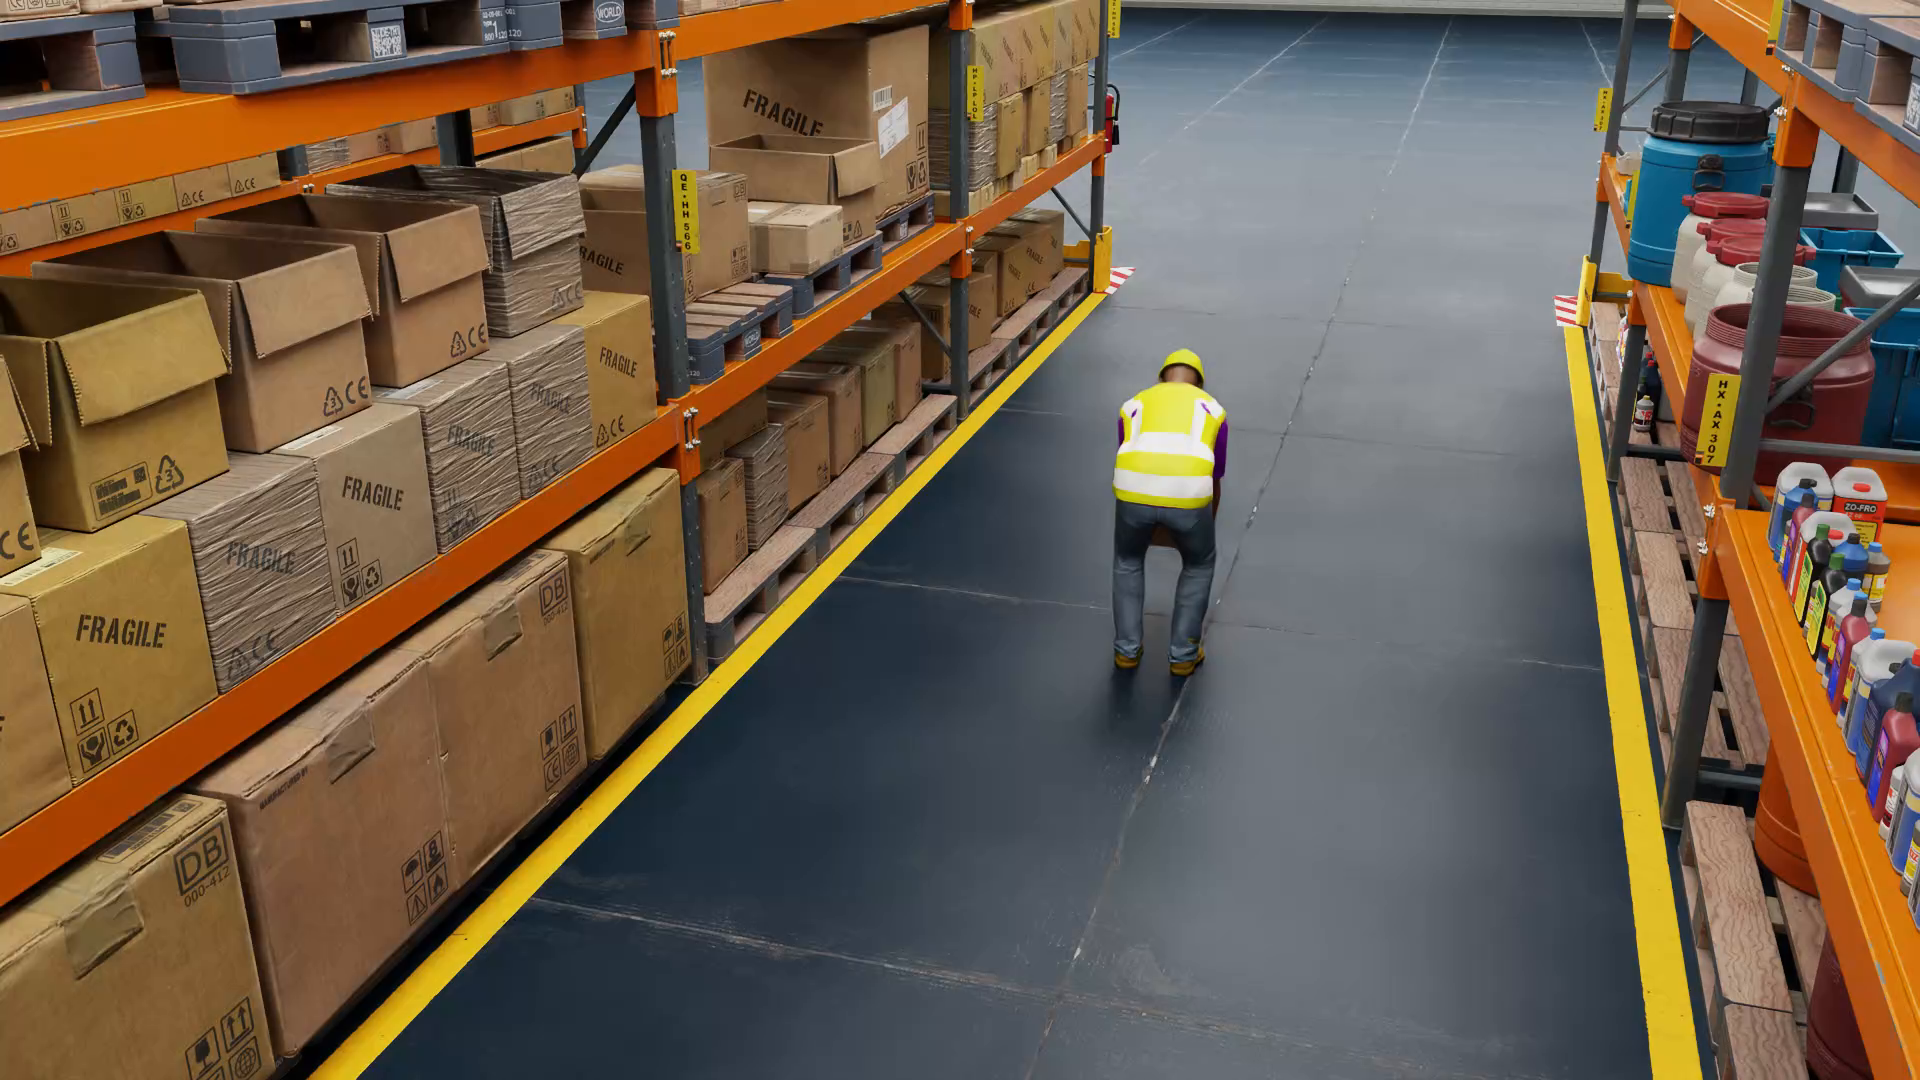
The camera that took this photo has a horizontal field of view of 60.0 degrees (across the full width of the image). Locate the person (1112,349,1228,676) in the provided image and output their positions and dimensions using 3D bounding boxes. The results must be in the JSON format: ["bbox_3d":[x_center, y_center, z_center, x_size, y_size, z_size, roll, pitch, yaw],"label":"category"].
[{"bbox_3d":[0.931,-0.134,7.500,0.493,1.311,0.923,6,22,14],"label":"person"}]
